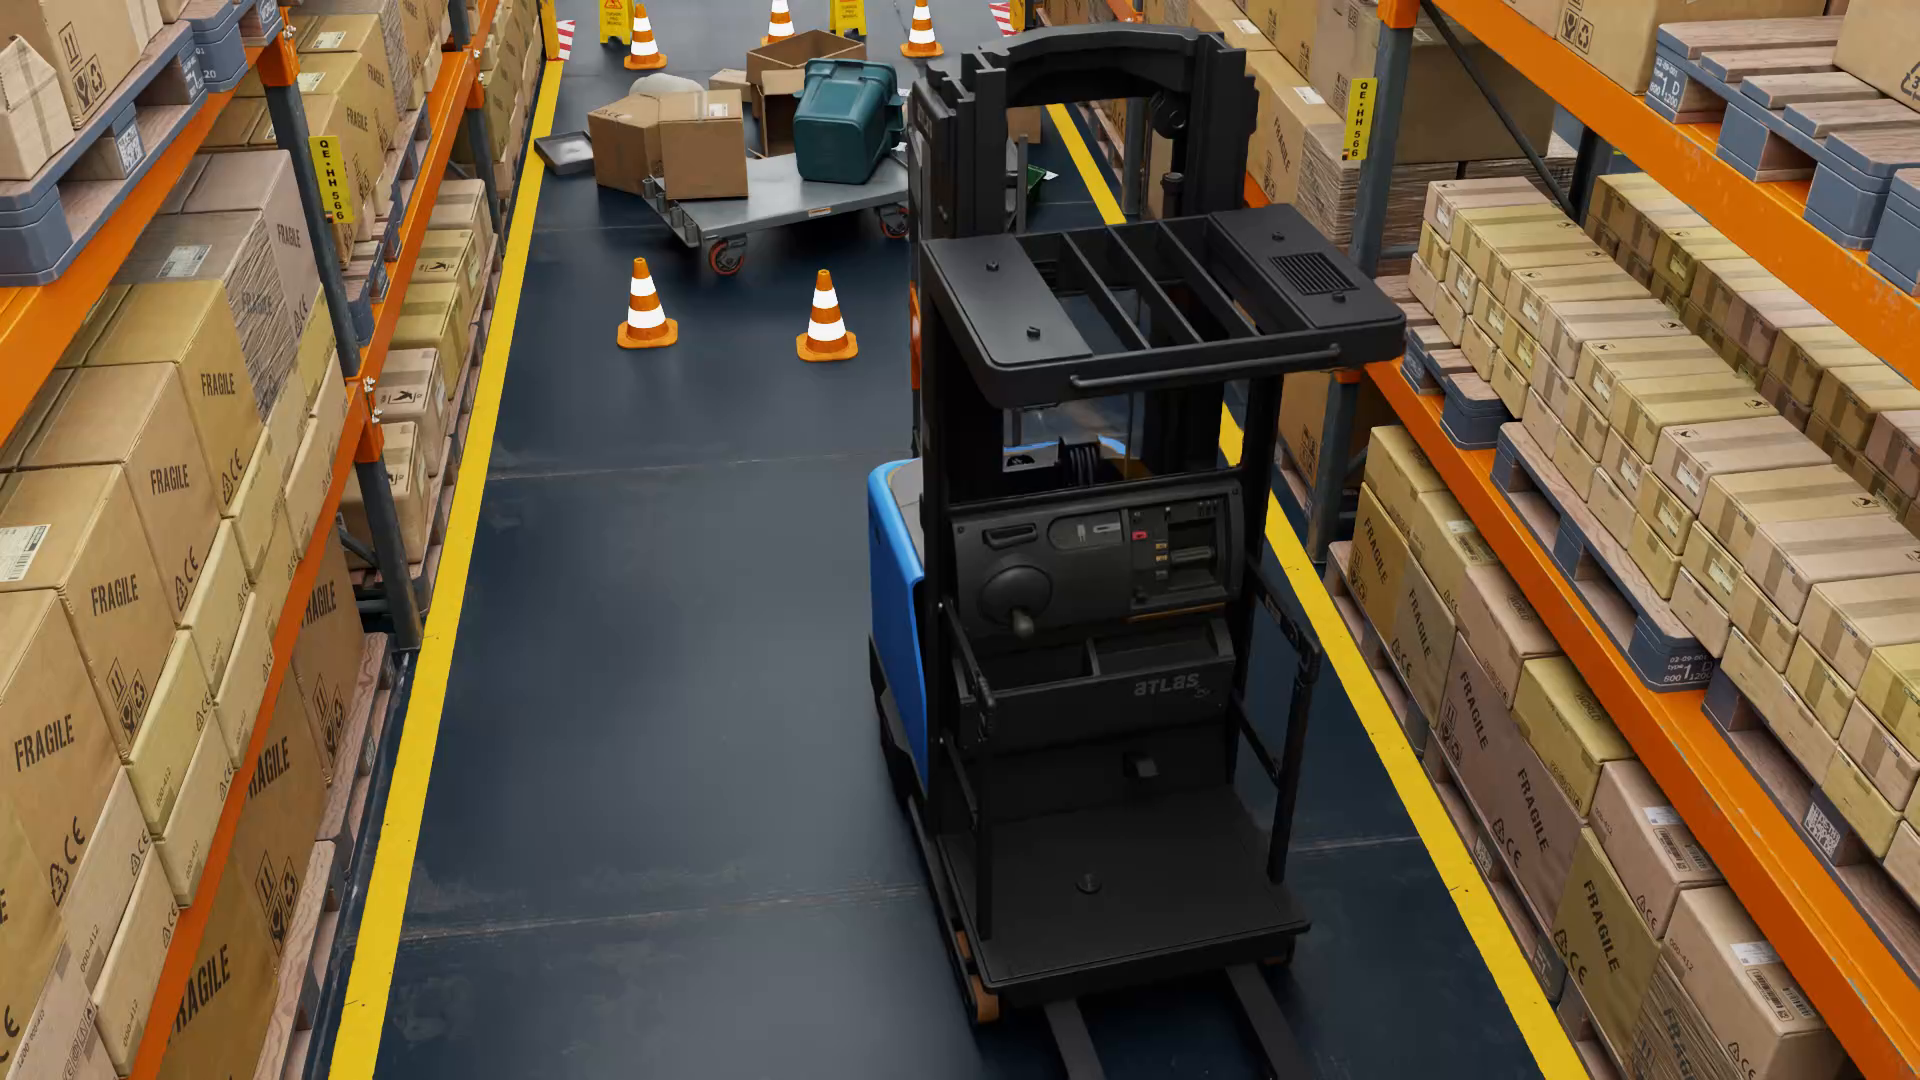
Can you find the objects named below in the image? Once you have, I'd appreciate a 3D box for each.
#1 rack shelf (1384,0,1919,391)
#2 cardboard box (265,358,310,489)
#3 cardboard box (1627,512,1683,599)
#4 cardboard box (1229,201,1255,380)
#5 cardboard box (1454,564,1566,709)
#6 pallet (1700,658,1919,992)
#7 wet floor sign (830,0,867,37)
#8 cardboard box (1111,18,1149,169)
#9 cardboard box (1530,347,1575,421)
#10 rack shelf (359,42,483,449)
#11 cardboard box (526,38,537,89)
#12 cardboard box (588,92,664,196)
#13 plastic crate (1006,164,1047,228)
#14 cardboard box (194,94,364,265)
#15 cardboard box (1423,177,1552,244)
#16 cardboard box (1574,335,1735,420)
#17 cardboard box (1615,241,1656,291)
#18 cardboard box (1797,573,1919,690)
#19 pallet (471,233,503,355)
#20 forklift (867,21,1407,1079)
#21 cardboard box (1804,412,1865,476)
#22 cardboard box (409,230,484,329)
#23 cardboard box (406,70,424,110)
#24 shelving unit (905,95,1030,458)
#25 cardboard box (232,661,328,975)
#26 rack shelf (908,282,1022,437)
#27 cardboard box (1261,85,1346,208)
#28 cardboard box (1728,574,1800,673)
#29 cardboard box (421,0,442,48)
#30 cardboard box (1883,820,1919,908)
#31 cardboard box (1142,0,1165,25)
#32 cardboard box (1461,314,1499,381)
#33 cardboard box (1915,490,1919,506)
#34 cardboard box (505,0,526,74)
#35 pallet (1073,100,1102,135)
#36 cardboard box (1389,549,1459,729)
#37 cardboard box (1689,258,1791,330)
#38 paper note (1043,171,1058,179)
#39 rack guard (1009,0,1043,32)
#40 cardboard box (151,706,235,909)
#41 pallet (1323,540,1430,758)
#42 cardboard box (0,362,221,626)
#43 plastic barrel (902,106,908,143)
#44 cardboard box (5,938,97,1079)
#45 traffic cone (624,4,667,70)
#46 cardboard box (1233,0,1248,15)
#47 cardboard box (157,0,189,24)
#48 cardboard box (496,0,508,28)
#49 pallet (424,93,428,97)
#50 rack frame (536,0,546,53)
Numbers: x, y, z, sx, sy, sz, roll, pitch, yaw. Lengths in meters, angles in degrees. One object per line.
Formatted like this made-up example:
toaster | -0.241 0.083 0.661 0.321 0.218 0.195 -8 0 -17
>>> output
rack shelf | 2.367 -1.021 4.560 1.077 0.370 4.000 -4 35 -6
cardboard box | -2.404 -0.371 5.320 0.500 0.250 0.500 -5 35 -8
cardboard box | 2.208 0.034 4.886 0.380 0.149 0.250 -3 34 -4
cardboard box | 1.985 -1.273 8.579 1.050 0.750 0.750 -4 34 -6
cardboard box | 2.073 0.318 5.801 0.500 0.250 0.500 -4 34 -6
pallet | 2.678 0.679 4.260 1.003 0.211 1.213 -4 35 -6
wet floor sign | -0.944 -4.552 13.857 0.267 0.644 0.232 -10 36 -15
cardboard box | 1.545 -3.079 11.118 0.875 0.875 0.875 -4 34 -6
cardboard box | 2.109 -0.523 5.440 0.380 0.149 0.250 -4 35 -6
rack shelf | -3.062 -1.582 8.047 1.077 0.370 4.000 -4 35 -6
cardboard box | -3.432 -3.545 12.357 0.500 0.250 0.500 -4 35 -6
cardboard box | -2.127 -2.665 11.214 0.500 0.500 0.500 20 39 26
plastic crate | 0.239 -2.287 10.887 0.450 0.188 0.662 21 39 12
cardboard box | -2.624 -1.370 6.371 0.500 0.500 0.500 -5 35 -8
cardboard box | 1.969 -1.235 6.221 0.380 0.149 0.250 -4 35 -6
cardboard box | 2.147 -0.505 5.149 0.380 0.149 0.250 -3 34 -5
cardboard box | 2.653 -0.997 6.136 0.380 0.149 0.250 -3 34 -5
cardboard box | 2.319 0.218 4.088 0.380 0.149 0.250 -5 35 -8
pallet | -3.225 -1.409 9.630 1.003 0.211 1.213 -4 35 -6
forklift | 0.490 0.125 4.964 1.130 2.935 3.031 -8 35 -12
cardboard box | 2.827 -0.283 5.087 0.380 0.149 0.250 -5 35 -7
cardboard box | -3.158 -1.390 9.086 0.950 0.372 0.625 -2 34 -3
cardboard box | -2.865 -2.229 8.207 0.380 0.149 0.250 -4 35 -6
shelving unit | 0.022 -0.775 7.023 0.431 2.100 0.503 -4 35 -6
cardboard box | -2.667 0.831 5.381 0.875 0.875 0.875 -4 34 -6
rack shelf | 0.022 -0.764 7.031 0.431 0.518 0.480 -4 35 -6
cardboard box | 1.706 -1.746 7.559 0.500 0.500 0.500 -4 35 -6
cardboard box | 2.279 0.200 4.379 0.380 0.149 0.250 -5 35 -8
cardboard box | -2.974 -2.816 8.493 0.500 0.500 0.500 -4 34 -6
cardboard box | 2.387 0.761 3.820 0.380 0.149 0.250 -5 35 -7
cardboard box | 1.364 -3.154 9.626 0.500 0.500 0.500 -4 34 -6
cardboard box | 2.031 -0.699 5.963 0.380 0.149 0.250 -3 34 -4
cardboard box | 2.897 -0.114 4.575 0.380 0.149 0.250 -5 35 -7
cardboard box | -3.368 -3.575 11.734 0.500 0.500 0.500 -5 35 -7
pallet | 1.368 -3.387 12.533 1.003 0.211 1.213 -4 35 -6
cardboard box | 2.012 0.359 6.406 0.500 0.500 0.500 -4 34 -6
cardboard box | 2.725 -0.836 5.636 0.380 0.149 0.250 -3 34 -5
paper note | 0.573 -2.507 11.401 0.142 0.020 0.147 27 43 34
rack guard | 1.019 -4.640 14.114 1.175 0.500 0.348 -4 35 -6
cardboard box | -2.177 0.689 4.208 0.500 0.250 0.500 -5 35 -7
pallet | 2.202 0.394 6.985 1.003 0.211 1.213 -4 35 -6
cardboard box | -2.266 -0.103 4.261 0.500 0.500 0.500 -5 35 -7
plastic barrel | -0.112 -2.879 11.599 0.512 0.421 0.421 20 39 26
cardboard box | -2.035 1.057 3.224 0.500 0.250 0.500 -5 35 -8
traffic cone | -2.533 -4.037 13.263 0.336 0.463 0.334 -4 35 -6
cardboard box | 1.772 -3.036 8.565 0.700 0.500 0.500 -4 34 -6
cardboard box | -2.472 -1.680 4.426 0.700 0.500 0.500 -6 35 -9
cardboard box | -3.210 -3.472 11.007 0.380 0.149 0.250 -2 34 -4
pallet | -3.373 -2.479 8.894 1.003 0.211 1.213 -4 35 -6
rack frame | -3.869 -5.228 12.758 1.000 3.000 0.127 -4 35 -6
